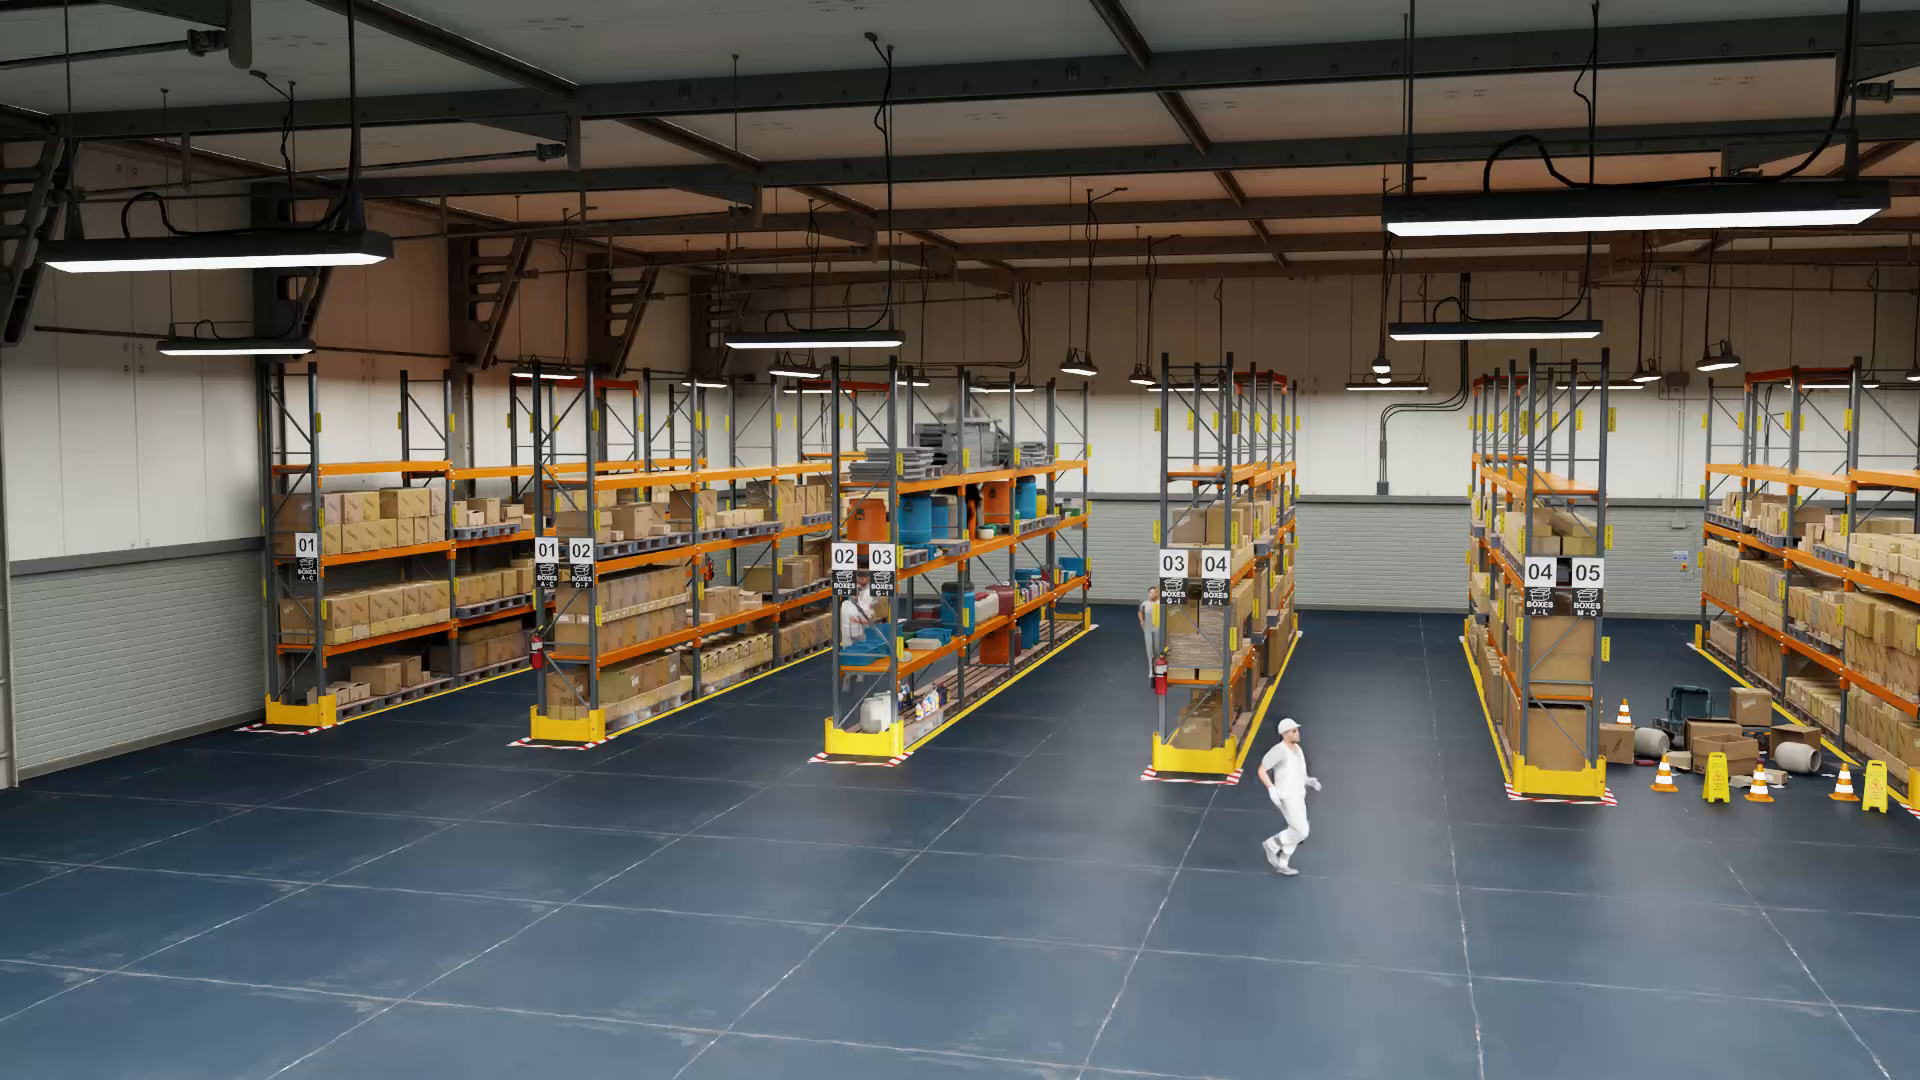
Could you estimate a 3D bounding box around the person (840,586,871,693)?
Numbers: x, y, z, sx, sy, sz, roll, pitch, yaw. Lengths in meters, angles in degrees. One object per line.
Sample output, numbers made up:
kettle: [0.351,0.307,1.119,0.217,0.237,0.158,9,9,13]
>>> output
person: [-1.911,1.764,29.808,0.631,1.914,0.741,1,4,7]

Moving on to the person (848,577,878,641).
person: [-1.953,1.515,33.245,0.635,1.786,0.617,0,4,6]

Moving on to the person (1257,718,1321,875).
person: [3.664,2.841,18.338,0.587,1.739,0.656,3,5,41]

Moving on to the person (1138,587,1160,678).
person: [3.577,1.720,30.911,0.576,1.645,0.694,1,4,14]
